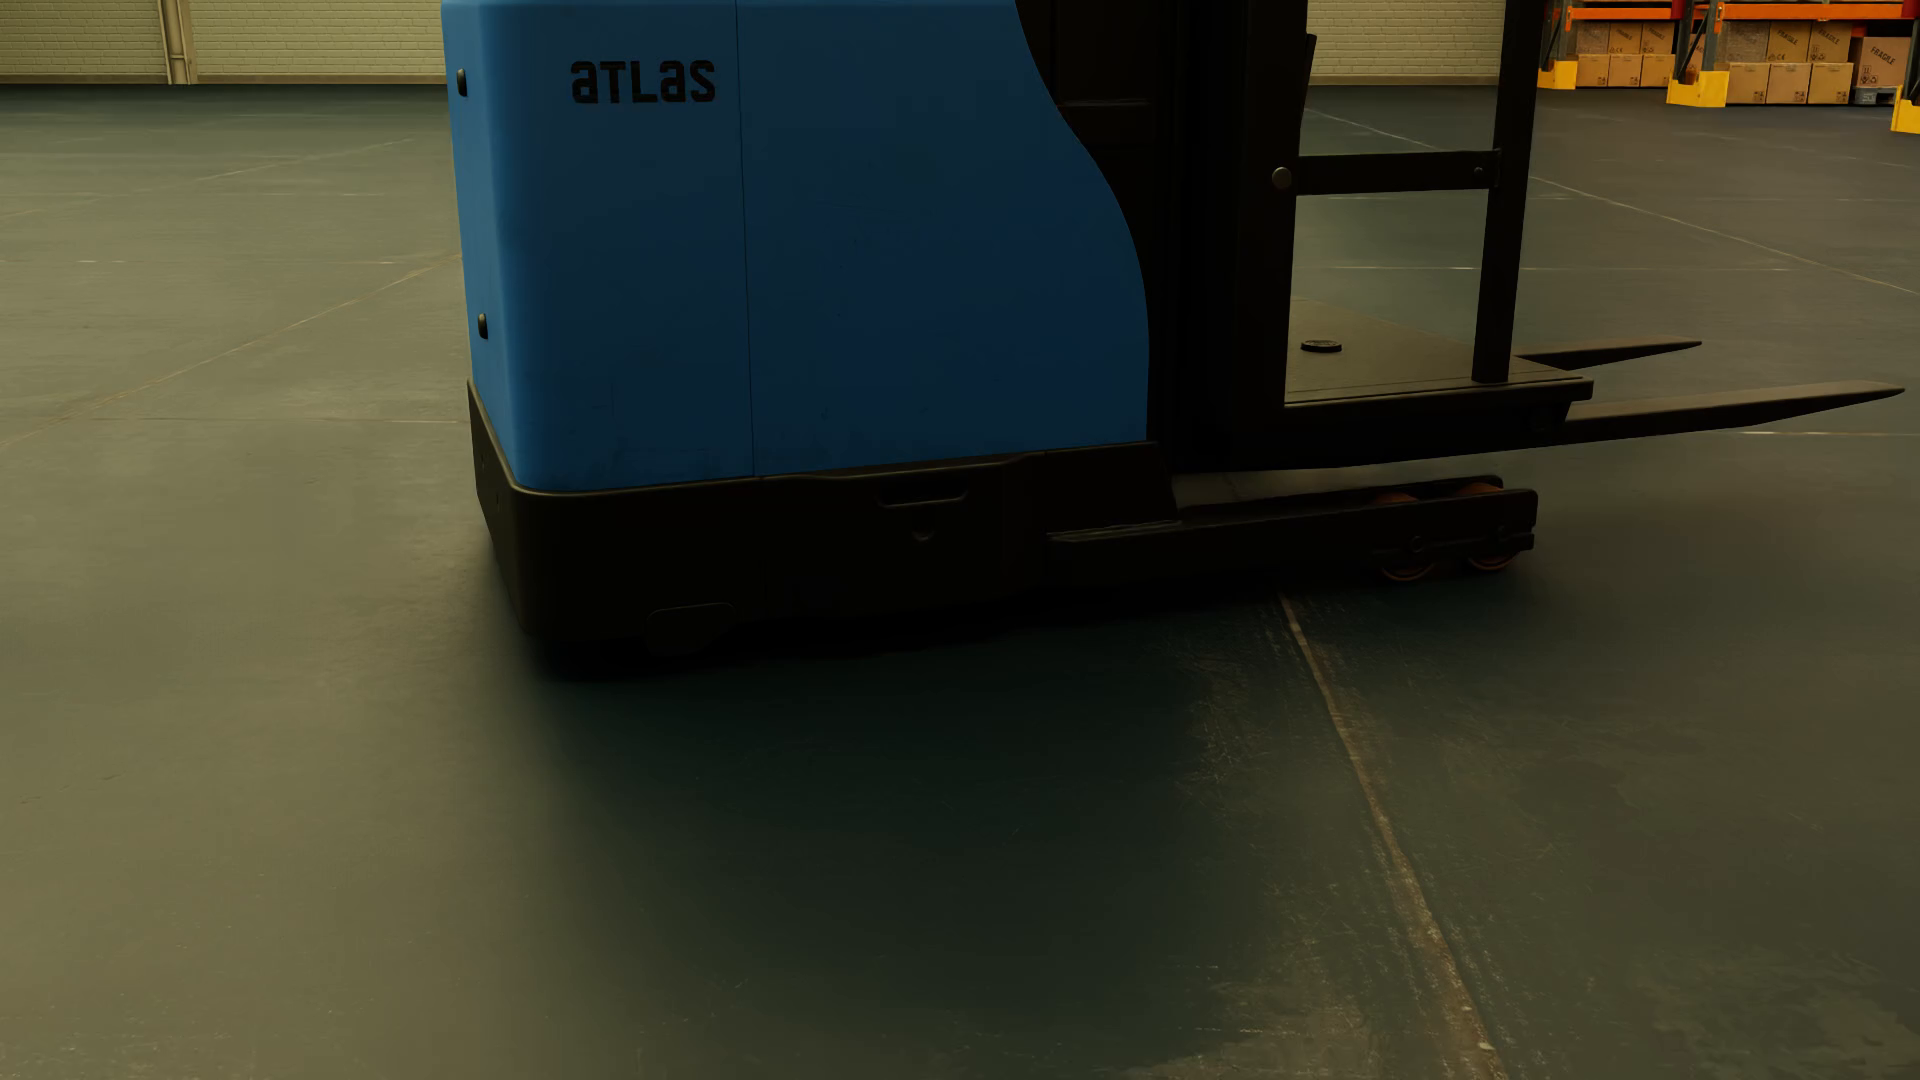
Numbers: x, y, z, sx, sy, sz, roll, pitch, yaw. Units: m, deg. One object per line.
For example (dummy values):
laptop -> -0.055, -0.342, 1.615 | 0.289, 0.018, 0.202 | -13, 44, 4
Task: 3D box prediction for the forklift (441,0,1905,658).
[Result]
forklift -> 0.571, -1.462, 3.137 | 3.031, 2.935, 1.130 | -6, 18, -19
